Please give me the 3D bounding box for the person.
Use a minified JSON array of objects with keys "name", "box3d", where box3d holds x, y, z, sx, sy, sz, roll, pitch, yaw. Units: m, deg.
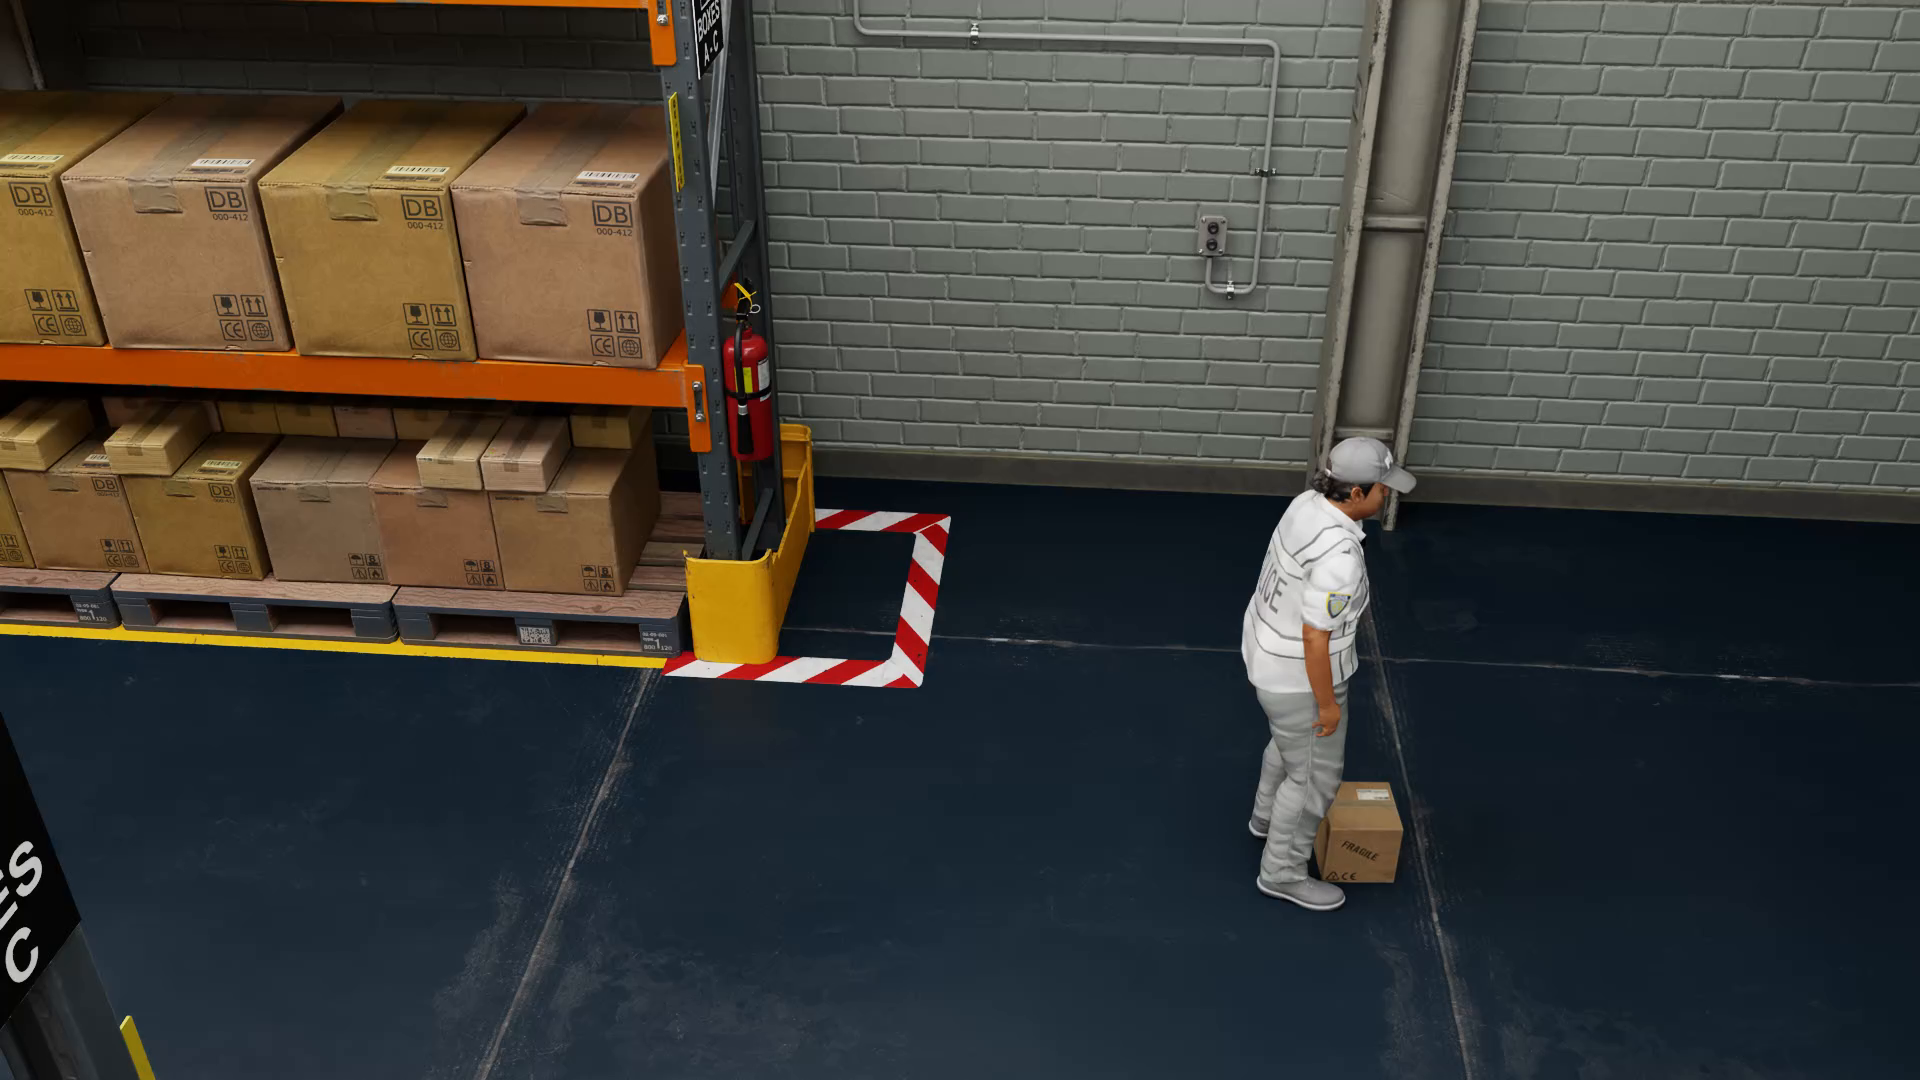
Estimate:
[{"name":"person","box3d":[1.169,0.419,5.465,0.468,1.665,0.553,1,32,1]}]
